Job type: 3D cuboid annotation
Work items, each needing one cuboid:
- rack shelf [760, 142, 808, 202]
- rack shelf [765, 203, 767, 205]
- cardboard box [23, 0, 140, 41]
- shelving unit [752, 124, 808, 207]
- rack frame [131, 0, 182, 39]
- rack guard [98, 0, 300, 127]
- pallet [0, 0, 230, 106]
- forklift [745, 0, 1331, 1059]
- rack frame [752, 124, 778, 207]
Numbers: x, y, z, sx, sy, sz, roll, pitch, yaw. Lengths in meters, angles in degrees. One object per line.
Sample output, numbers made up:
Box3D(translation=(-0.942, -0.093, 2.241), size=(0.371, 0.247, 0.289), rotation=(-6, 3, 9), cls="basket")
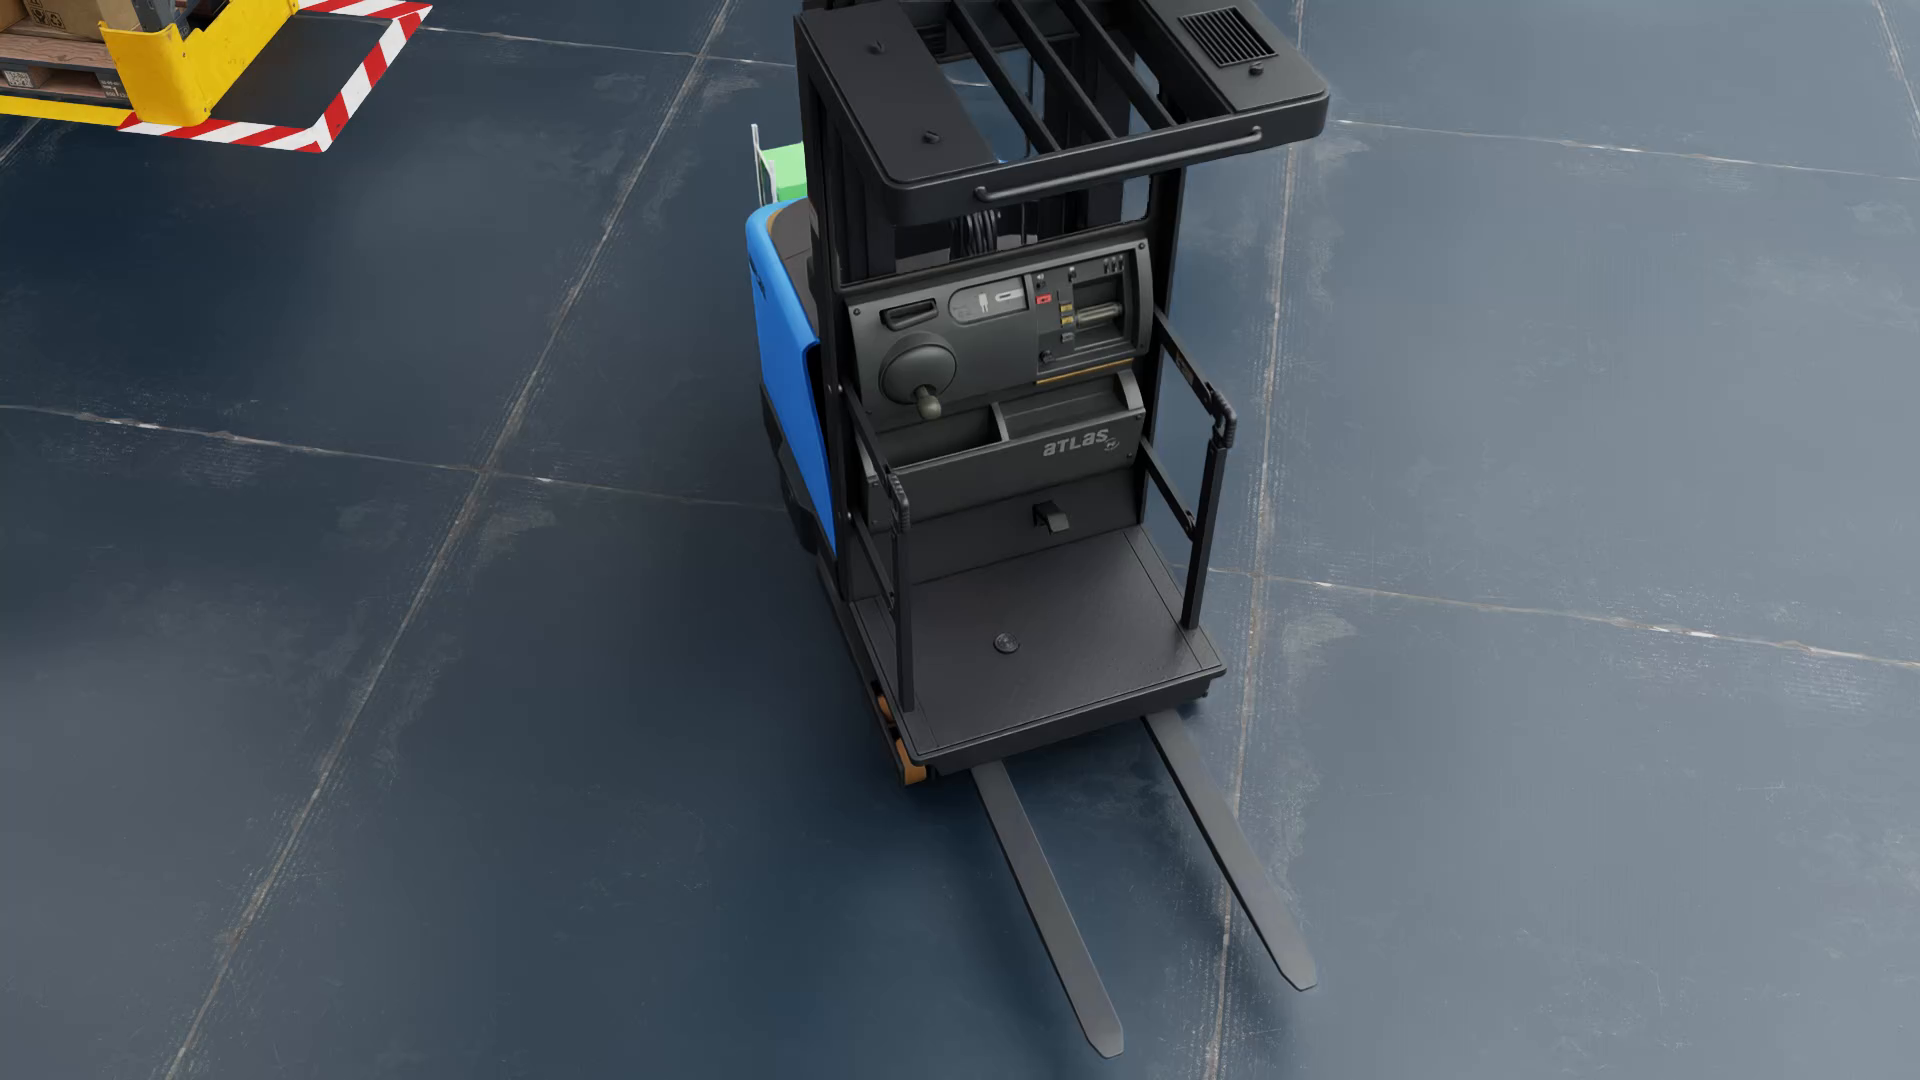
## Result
Box3D(translation=(-0.472, -1.353, 6.099), size=(0.480, 0.148, 0.258), rotation=(-15, 50, -13), cls="rack shelf")
Box3D(translation=(-0.472, -1.192, 6.278), size=(0.480, 0.148, 0.258), rotation=(-15, 50, -13), cls="rack shelf")
Box3D(translation=(-4.285, -2.833, 8.177), size=(0.500, 0.500, 0.500), rotation=(16, 50, 14), cls="cardboard box")
Box3D(translation=(-0.472, -1.074, 6.409), size=(0.503, 1.200, 0.258), rotation=(-15, 50, -13), cls="shelving unit")
Box3D(translation=(-3.673, -3.433, 7.318), size=(0.127, 3.000, 1.000), rotation=(8, 49, 7), cls="rack frame")
Box3D(translation=(-3.748, -2.608, 8.257), size=(0.348, 0.500, 1.175), rotation=(8, 49, 7), cls="rack guard")
Box3D(translation=(-4.541, -2.645, 8.484), size=(1.213, 0.211, 1.003), rotation=(8, 49, 7), cls="pallet")
Box3D(translation=(0.205, -0.523, 4.749), size=(1.130, 2.935, 3.031), rotation=(-15, 50, -13), cls="forklift")
Box3D(translation=(-0.701, -1.011, 6.352), size=(0.015, 1.200, 0.240), rotation=(-15, 50, -13), cls="rack frame")
